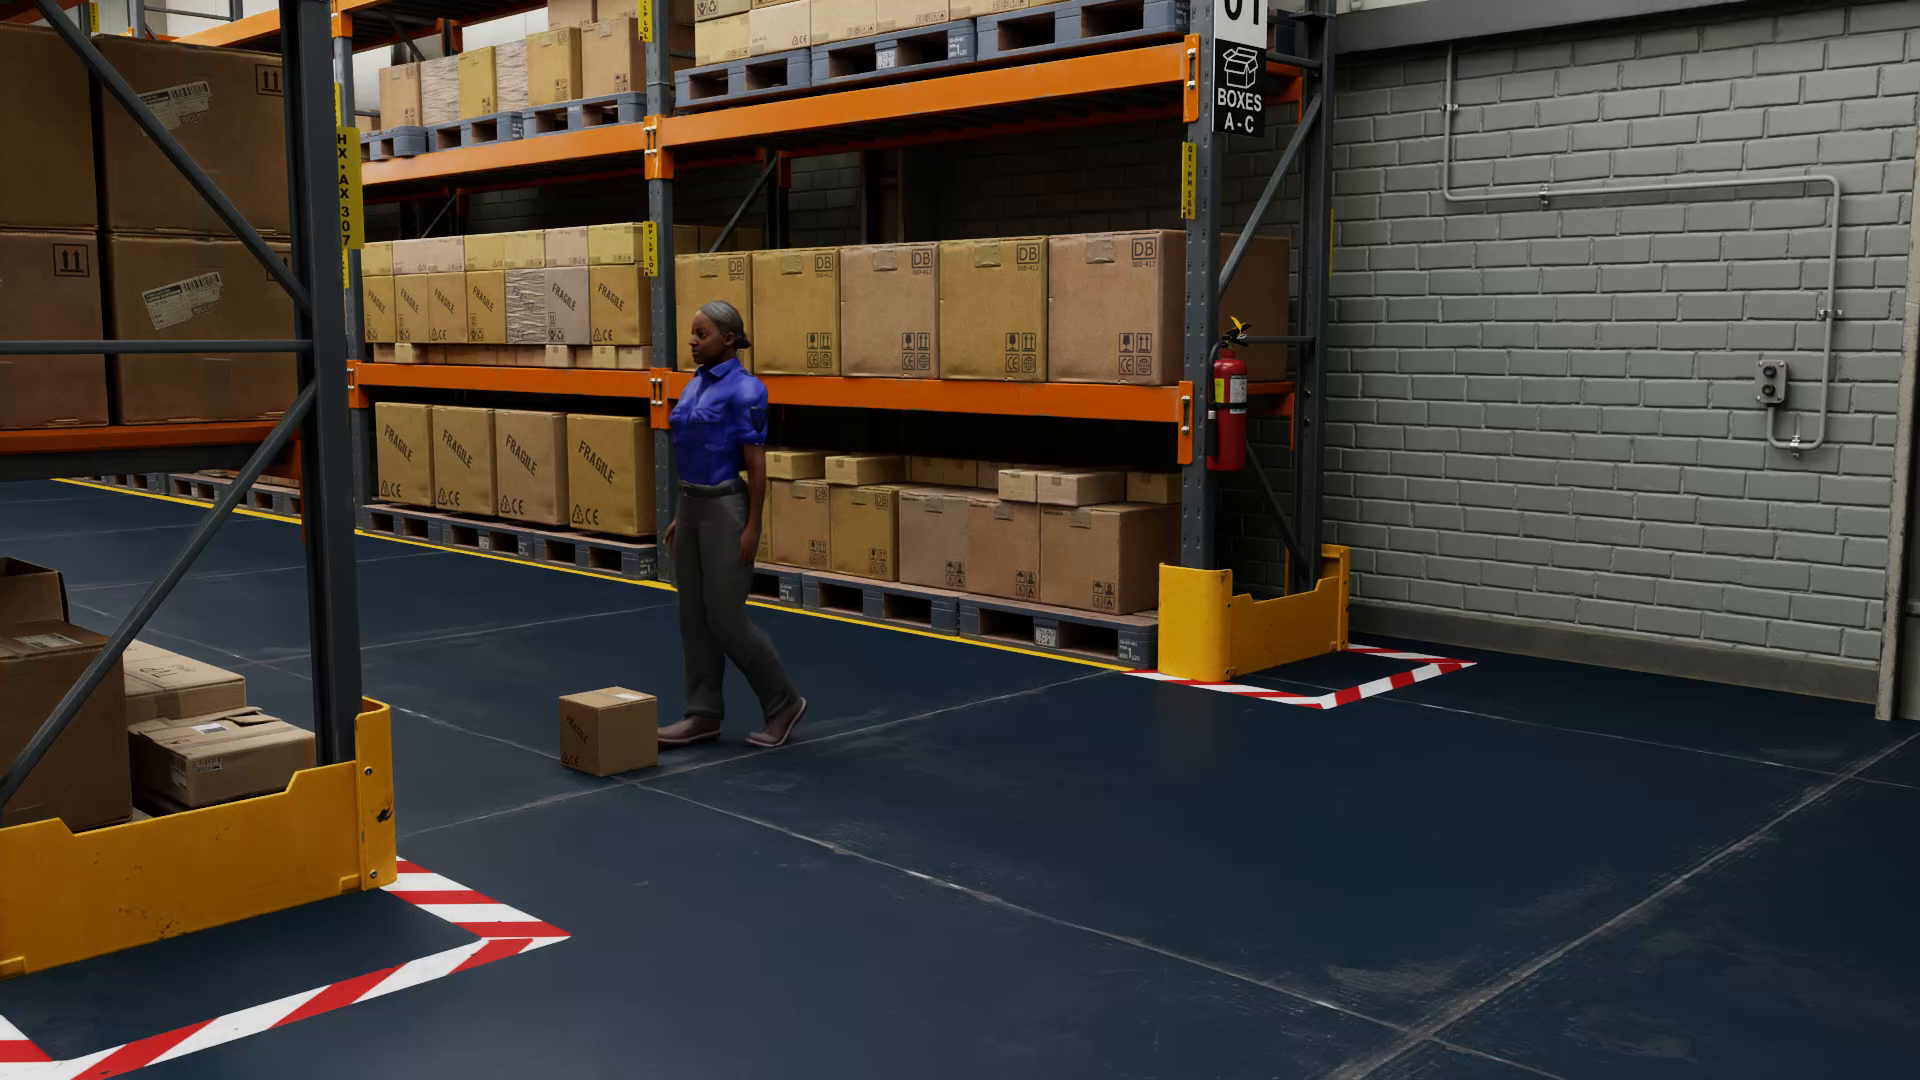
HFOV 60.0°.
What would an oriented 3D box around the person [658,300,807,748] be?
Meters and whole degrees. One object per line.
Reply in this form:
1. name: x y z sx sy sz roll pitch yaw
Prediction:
1. person: -0.920 -0.055 6.233 0.536 1.674 0.480 -6 9 -40
